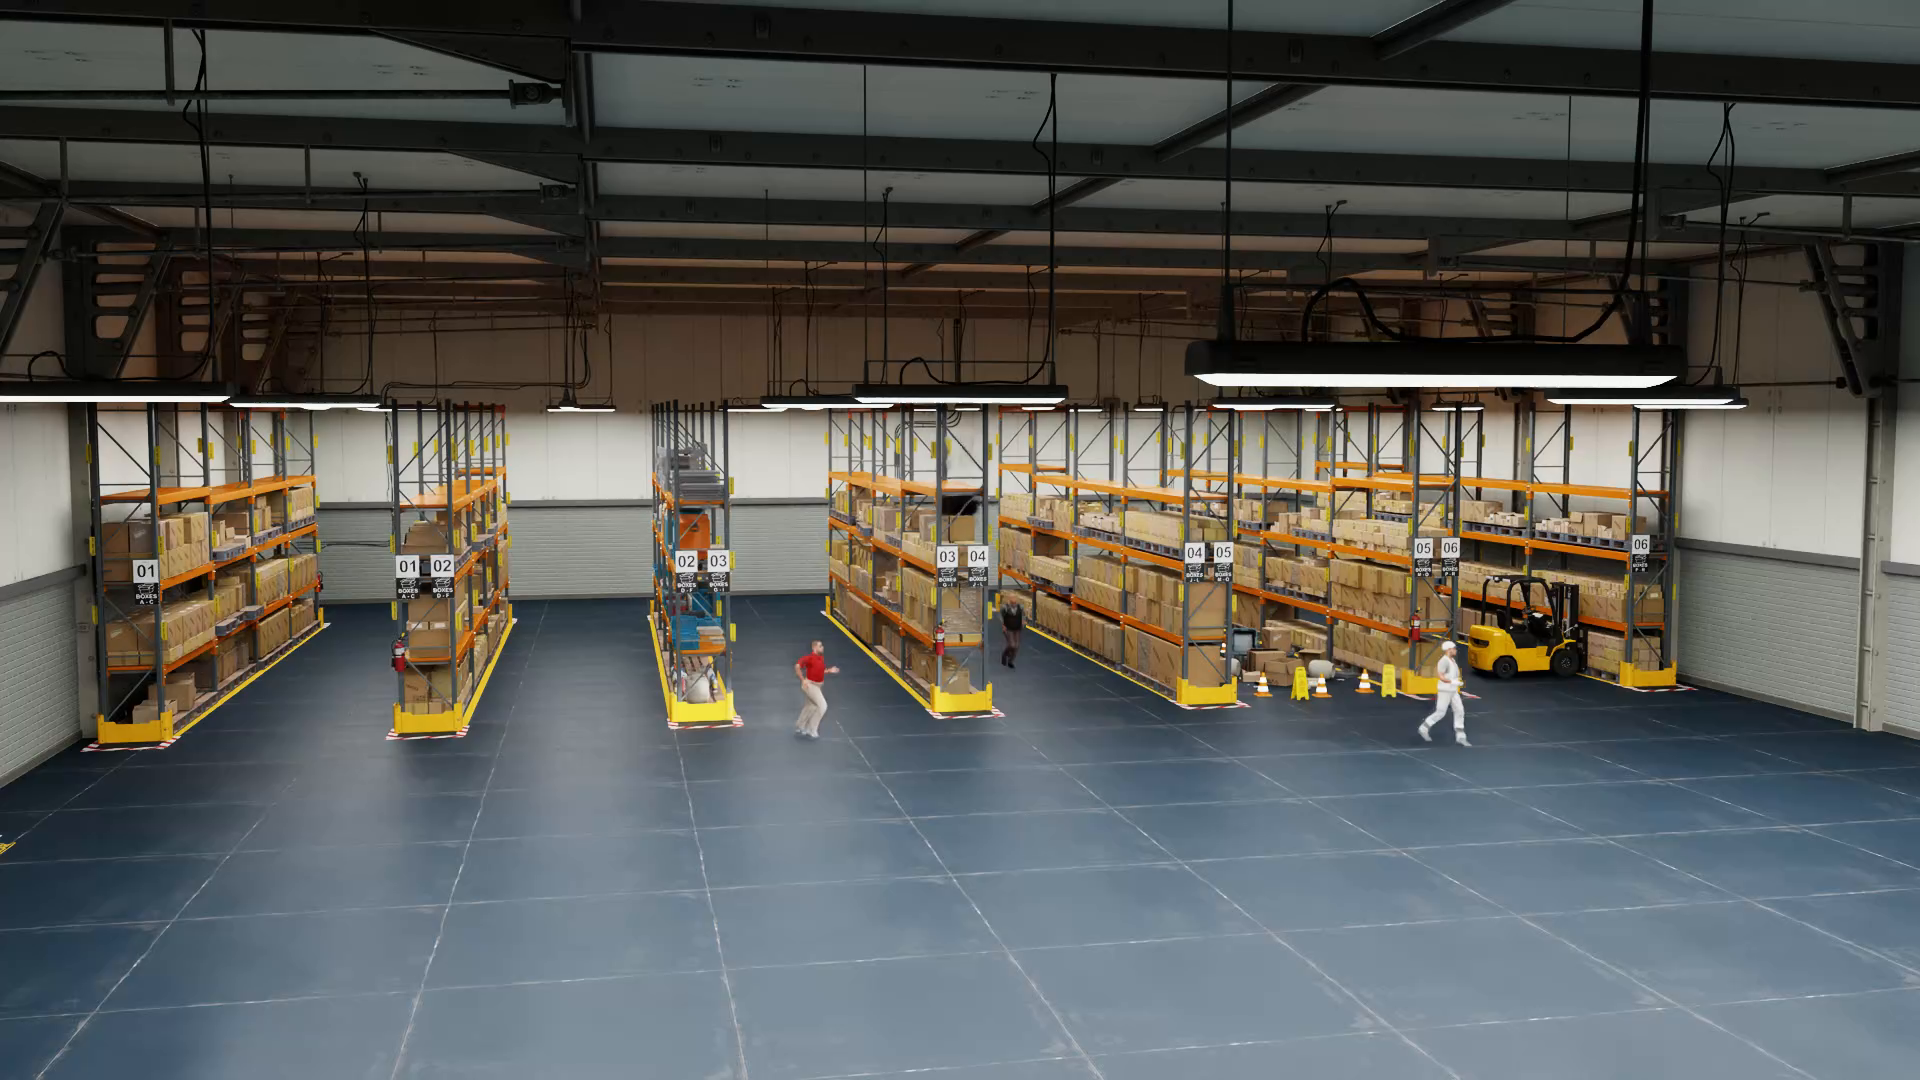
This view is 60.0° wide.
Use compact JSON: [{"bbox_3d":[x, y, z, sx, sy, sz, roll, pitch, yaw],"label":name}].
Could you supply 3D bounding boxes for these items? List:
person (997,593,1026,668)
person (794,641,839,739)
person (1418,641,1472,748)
[{"bbox_3d":[1.216,2.145,37.539,0.646,1.501,0.585,-1,5,-19],"label":"person"},{"bbox_3d":[-2.577,2.702,29.525,0.814,1.703,0.657,1,4,15],"label":"person"},{"bbox_3d":[8.461,2.649,28.831,0.945,1.799,0.699,3,6,39],"label":"person"}]
